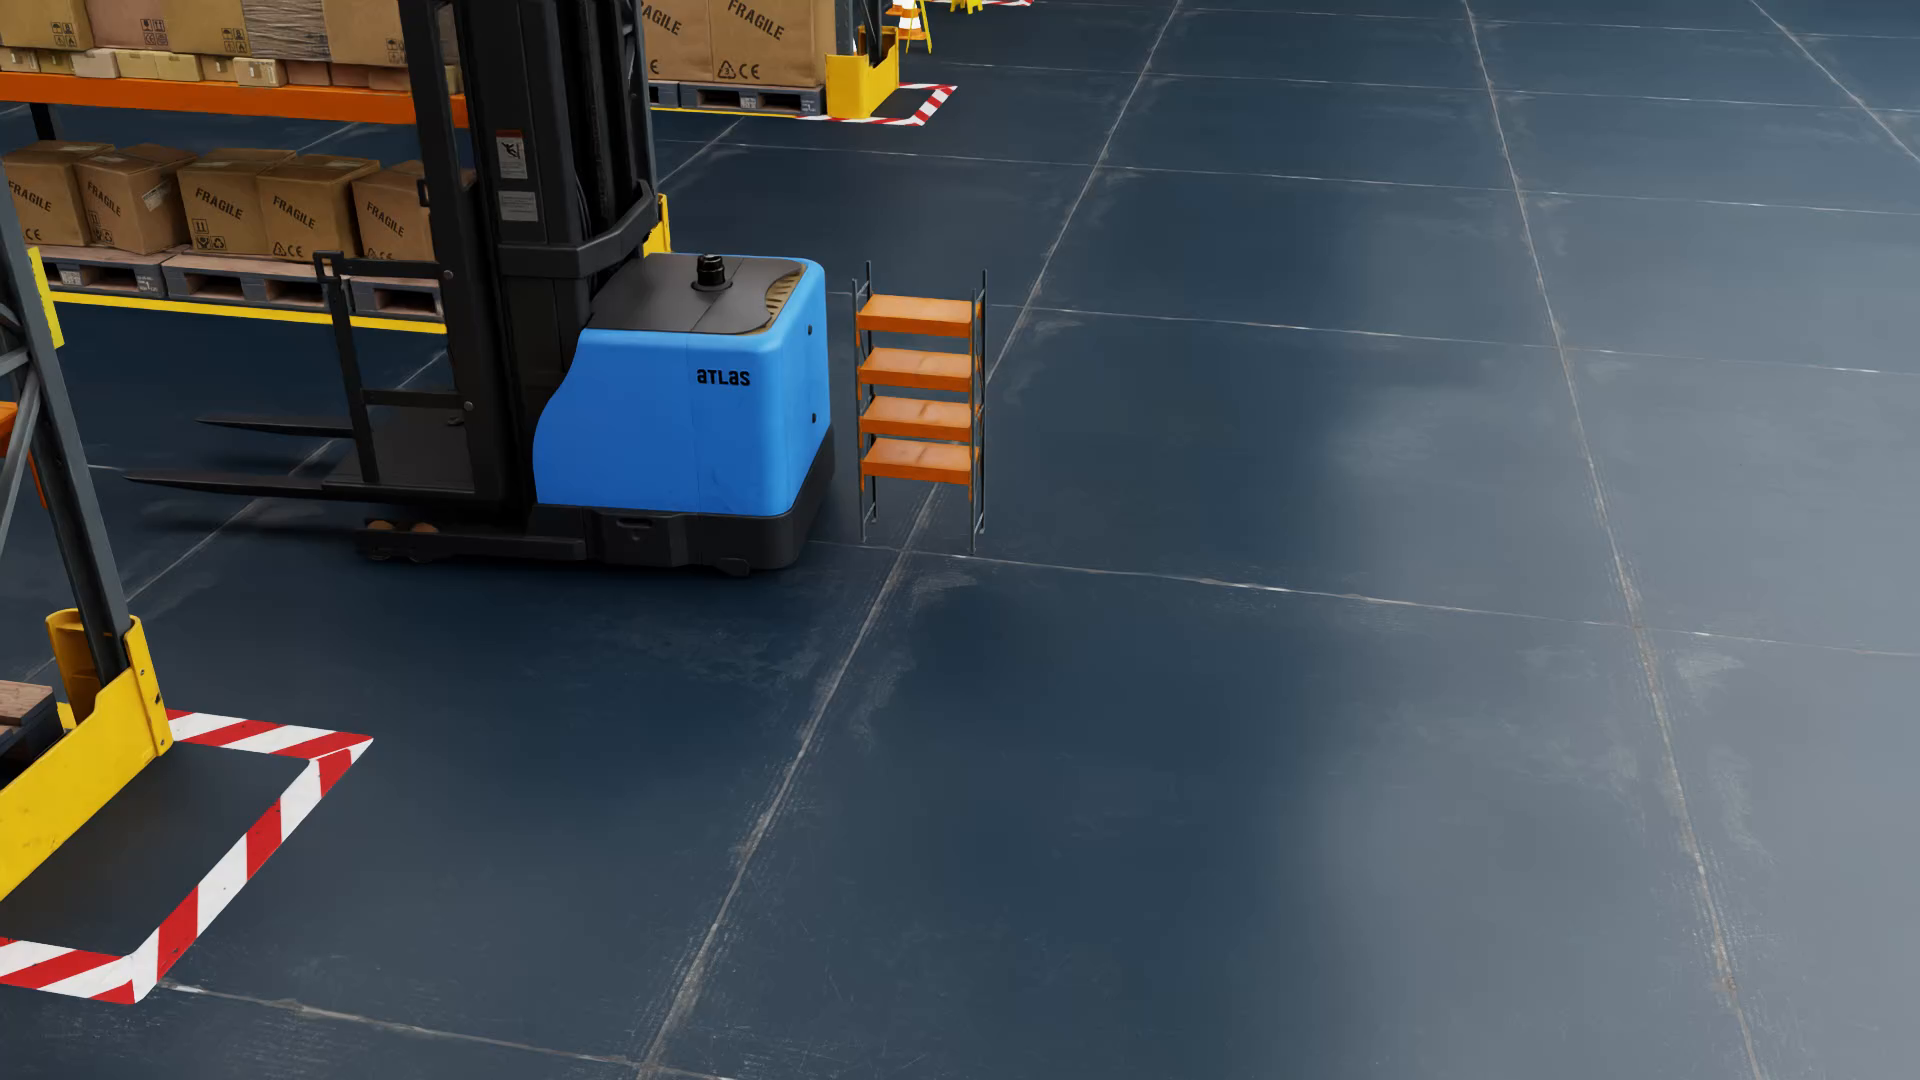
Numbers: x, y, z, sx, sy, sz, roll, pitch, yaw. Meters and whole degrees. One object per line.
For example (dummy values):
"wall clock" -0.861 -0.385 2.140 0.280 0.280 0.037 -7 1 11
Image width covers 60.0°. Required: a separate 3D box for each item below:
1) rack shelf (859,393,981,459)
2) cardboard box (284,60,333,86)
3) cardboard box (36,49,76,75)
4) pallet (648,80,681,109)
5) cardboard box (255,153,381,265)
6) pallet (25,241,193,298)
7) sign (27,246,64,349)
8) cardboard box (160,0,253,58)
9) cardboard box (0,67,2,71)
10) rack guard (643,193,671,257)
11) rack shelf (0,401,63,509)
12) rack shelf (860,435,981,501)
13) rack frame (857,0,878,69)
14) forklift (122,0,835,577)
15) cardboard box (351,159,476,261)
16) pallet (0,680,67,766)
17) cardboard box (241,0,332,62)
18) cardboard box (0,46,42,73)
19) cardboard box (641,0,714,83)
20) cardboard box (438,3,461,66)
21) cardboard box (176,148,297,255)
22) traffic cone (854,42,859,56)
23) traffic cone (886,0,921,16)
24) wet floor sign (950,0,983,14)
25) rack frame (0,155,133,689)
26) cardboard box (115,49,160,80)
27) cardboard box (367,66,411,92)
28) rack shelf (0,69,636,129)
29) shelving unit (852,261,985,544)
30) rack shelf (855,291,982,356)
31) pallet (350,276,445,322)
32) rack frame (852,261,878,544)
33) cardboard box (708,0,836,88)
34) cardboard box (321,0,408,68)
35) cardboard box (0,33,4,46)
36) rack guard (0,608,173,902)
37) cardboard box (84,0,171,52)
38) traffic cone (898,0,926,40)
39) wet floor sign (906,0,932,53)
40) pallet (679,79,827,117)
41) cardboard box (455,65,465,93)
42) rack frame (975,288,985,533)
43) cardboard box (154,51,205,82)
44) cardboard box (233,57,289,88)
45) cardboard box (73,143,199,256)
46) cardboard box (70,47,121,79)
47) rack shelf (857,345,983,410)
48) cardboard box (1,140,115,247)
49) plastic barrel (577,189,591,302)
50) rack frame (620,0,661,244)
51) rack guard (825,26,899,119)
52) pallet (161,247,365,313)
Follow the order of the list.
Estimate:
"rack shelf" -0.162 -0.484 7.024 0.480 0.148 0.258 6 29 11
"cardboard box" -3.512 -2.633 9.198 0.250 0.149 0.380 6 29 11
"cardboard box" -4.990 -2.758 9.426 0.250 0.149 0.380 6 29 11
"pallet" -2.818 -3.957 14.258 1.213 0.211 1.003 6 29 11
"cardboard box" -3.772 -1.968 9.886 0.500 0.500 0.500 9 30 15
"pallet" -5.212 -1.821 10.357 1.213 0.211 1.003 6 29 11
"sign" -2.880 -0.747 5.203 0.005 0.325 0.100 6 29 11
"cardboard box" -3.977 -3.056 9.295 0.500 0.500 0.875 6 29 11
"cardboard box" -5.487 -2.791 9.486 0.250 0.149 0.380 6 29 11
"rack guard" -2.039 -1.605 9.661 0.348 0.500 1.175 6 29 11
"rack shelf" -4.955 -0.253 5.338 4.000 0.370 1.077 6 29 11
"rack shelf" -0.162 -0.310 7.120 0.480 0.148 0.258 6 29 11
"rack frame" -0.831 -5.012 13.281 0.053 2.616 0.949 6 29 11
"forklift" -2.816 -5.797 14.787 6.636 2.935 18.991 3 29 6
"cardboard box" -3.163 -1.896 9.755 0.500 0.500 0.500 14 32 24
"pallet" -3.876 0.786 5.595 1.213 0.211 1.003 6 29 11
"cardboard box" -3.491 -3.001 9.193 0.500 0.500 0.875 6 29 11
"cardboard box" -5.237 -2.779 9.464 0.250 0.149 0.380 6 29 11
"cardboard box" -2.368 -4.390 13.920 0.875 0.875 0.875 5 29 10
"cardboard box" -2.497 -2.936 9.076 0.500 0.500 0.875 6 29 11
"cardboard box" -4.308 -2.045 10.027 0.500 0.500 0.500 3 29 6
"traffic cone" -1.053 -4.621 15.208 0.334 0.463 0.336 6 29 11
"traffic cone" -0.585 -5.673 17.129 0.334 0.463 0.336 6 29 11
"wet floor sign" 0.067 -5.794 17.161 0.232 0.644 0.267 17 33 28
"rack frame" -2.999 -0.368 4.798 0.127 3.000 1.000 6 29 11
"cardboard box" -4.501 -2.708 9.335 0.250 0.149 0.380 6 29 11
"cardboard box" -3.027 -2.574 9.090 0.250 0.149 0.380 6 29 11
"rack shelf" -3.920 -2.579 9.586 4.000 0.370 1.077 6 29 11
"shelving unit" -0.164 -0.543 6.993 0.499 1.200 0.258 6 29 11
"rack shelf" -0.162 -0.888 6.803 0.480 0.148 0.258 6 29 11
"pallet" -2.826 -1.577 9.910 1.213 0.211 1.003 6 29 11
"rack frame" -0.401 -0.567 7.037 0.015 1.200 0.240 6 29 11
"cardboard box" -1.507 -4.302 13.760 0.875 0.875 0.875 6 29 11
"cardboard box" -3.011 -2.930 9.065 0.500 0.500 0.875 6 29 11
"cardboard box" -5.449 -3.195 9.549 0.500 0.500 0.875 6 29 11
"rack guard" -3.083 0.743 5.372 0.348 0.500 1.175 6 29 11
"cardboard box" -4.457 -3.126 9.422 0.500 0.500 0.875 6 29 11
"traffic cone" -0.484 -5.117 16.115 0.334 0.463 0.336 6 29 11
"wet floor sign" -0.388 -4.907 15.542 0.232 0.644 0.267 1 29 2
"pallet" -1.628 -3.833 14.032 1.213 0.211 1.003 6 29 11
"cardboard box" -2.531 -2.541 9.029 0.250 0.149 0.380 6 29 11
"rack frame" 0.077 -0.519 6.948 0.006 1.046 0.228 6 29 11
"cardboard box" -4.259 -2.678 9.279 0.250 0.149 0.380 6 29 11
"cardboard box" -3.775 -2.617 9.167 0.250 0.149 0.380 6 29 11
"cardboard box" -4.932 -2.070 10.073 0.500 0.500 0.500 16 32 26
"cardboard box" -4.754 -2.714 9.345 0.250 0.149 0.380 6 29 11
"rack shelf" -0.162 -0.680 6.917 0.480 0.148 0.258 6 29 11
"cardboard box" -5.493 -2.124 10.172 0.500 0.500 0.500 5 29 9
"plastic barrel" -6.821 -0.802 6.742 10.255 1.474 2.779 6 29 11
"rack frame" -1.964 -2.694 9.047 0.127 3.000 1.000 6 29 11
"rack guard" -0.806 -3.914 13.879 0.348 0.500 1.175 6 29 11
"pallet" -4.015 -1.700 10.135 1.213 0.211 1.003 6 29 11
